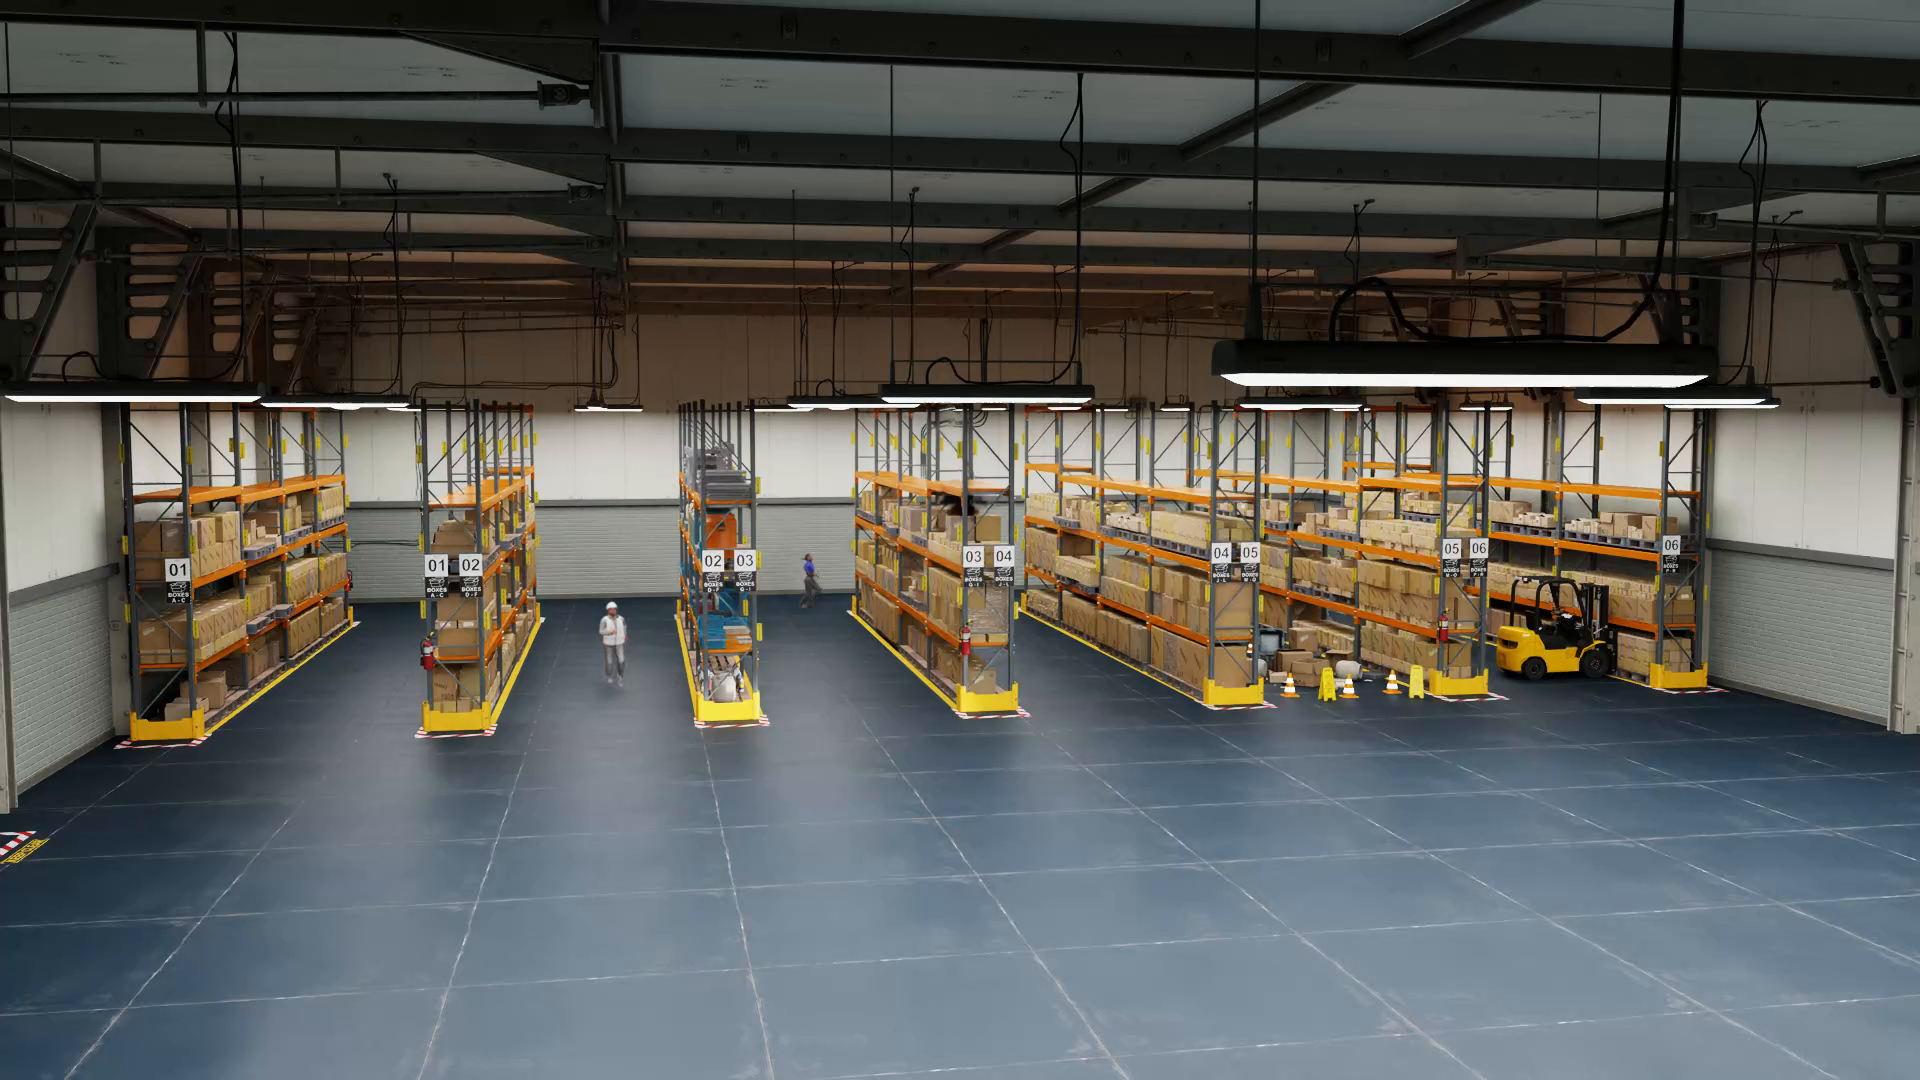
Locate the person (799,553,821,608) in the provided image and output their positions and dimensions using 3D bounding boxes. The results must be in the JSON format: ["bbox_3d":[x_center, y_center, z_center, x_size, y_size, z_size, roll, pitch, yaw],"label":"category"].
[{"bbox_3d":[-4.435,1.217,49.143,0.664,1.623,0.582,1,4,8],"label":"person"}]

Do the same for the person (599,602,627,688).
[{"bbox_3d":[-7.264,2.206,34.918,0.621,1.811,0.728,-2,5,-22],"label":"person"}]
